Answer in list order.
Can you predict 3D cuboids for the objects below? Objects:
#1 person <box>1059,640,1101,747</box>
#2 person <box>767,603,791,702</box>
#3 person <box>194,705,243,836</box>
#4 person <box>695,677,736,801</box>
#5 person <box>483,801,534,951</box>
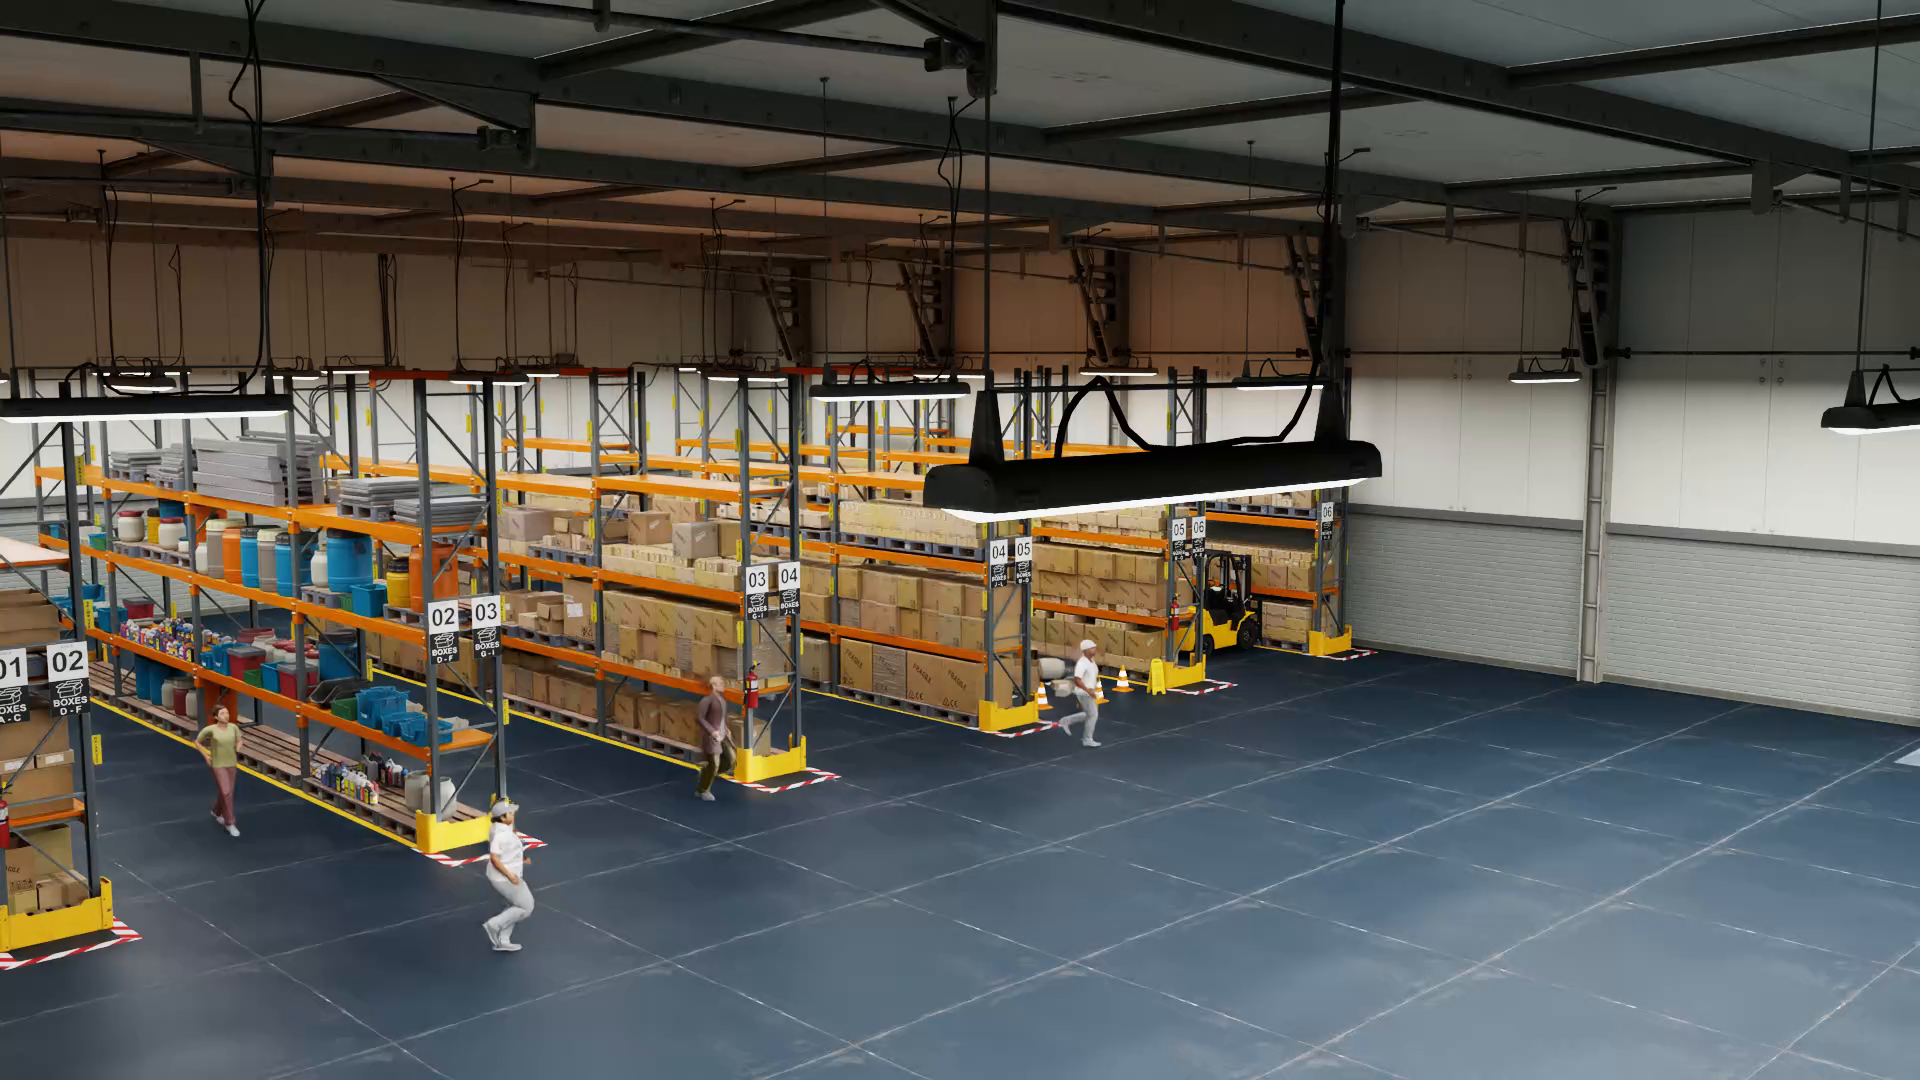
[{"bbox_3d":[1.936,2.452,26.754,0.706,1.741,0.701,2,7,13],"label":"person"},{"bbox_3d":[-3.357,2.049,30.203,0.660,1.789,0.652,-6,9,-44],"label":"person"},{"bbox_3d":[-9.756,3.016,22.027,0.798,1.699,0.572,5,8,38],"label":"person"},{"bbox_3d":[-3.476,2.817,23.747,0.561,1.728,0.770,3,7,25],"label":"person"},{"bbox_3d":[-4.789,3.564,17.567,0.549,1.615,0.607,-3,7,-24],"label":"person"}]
